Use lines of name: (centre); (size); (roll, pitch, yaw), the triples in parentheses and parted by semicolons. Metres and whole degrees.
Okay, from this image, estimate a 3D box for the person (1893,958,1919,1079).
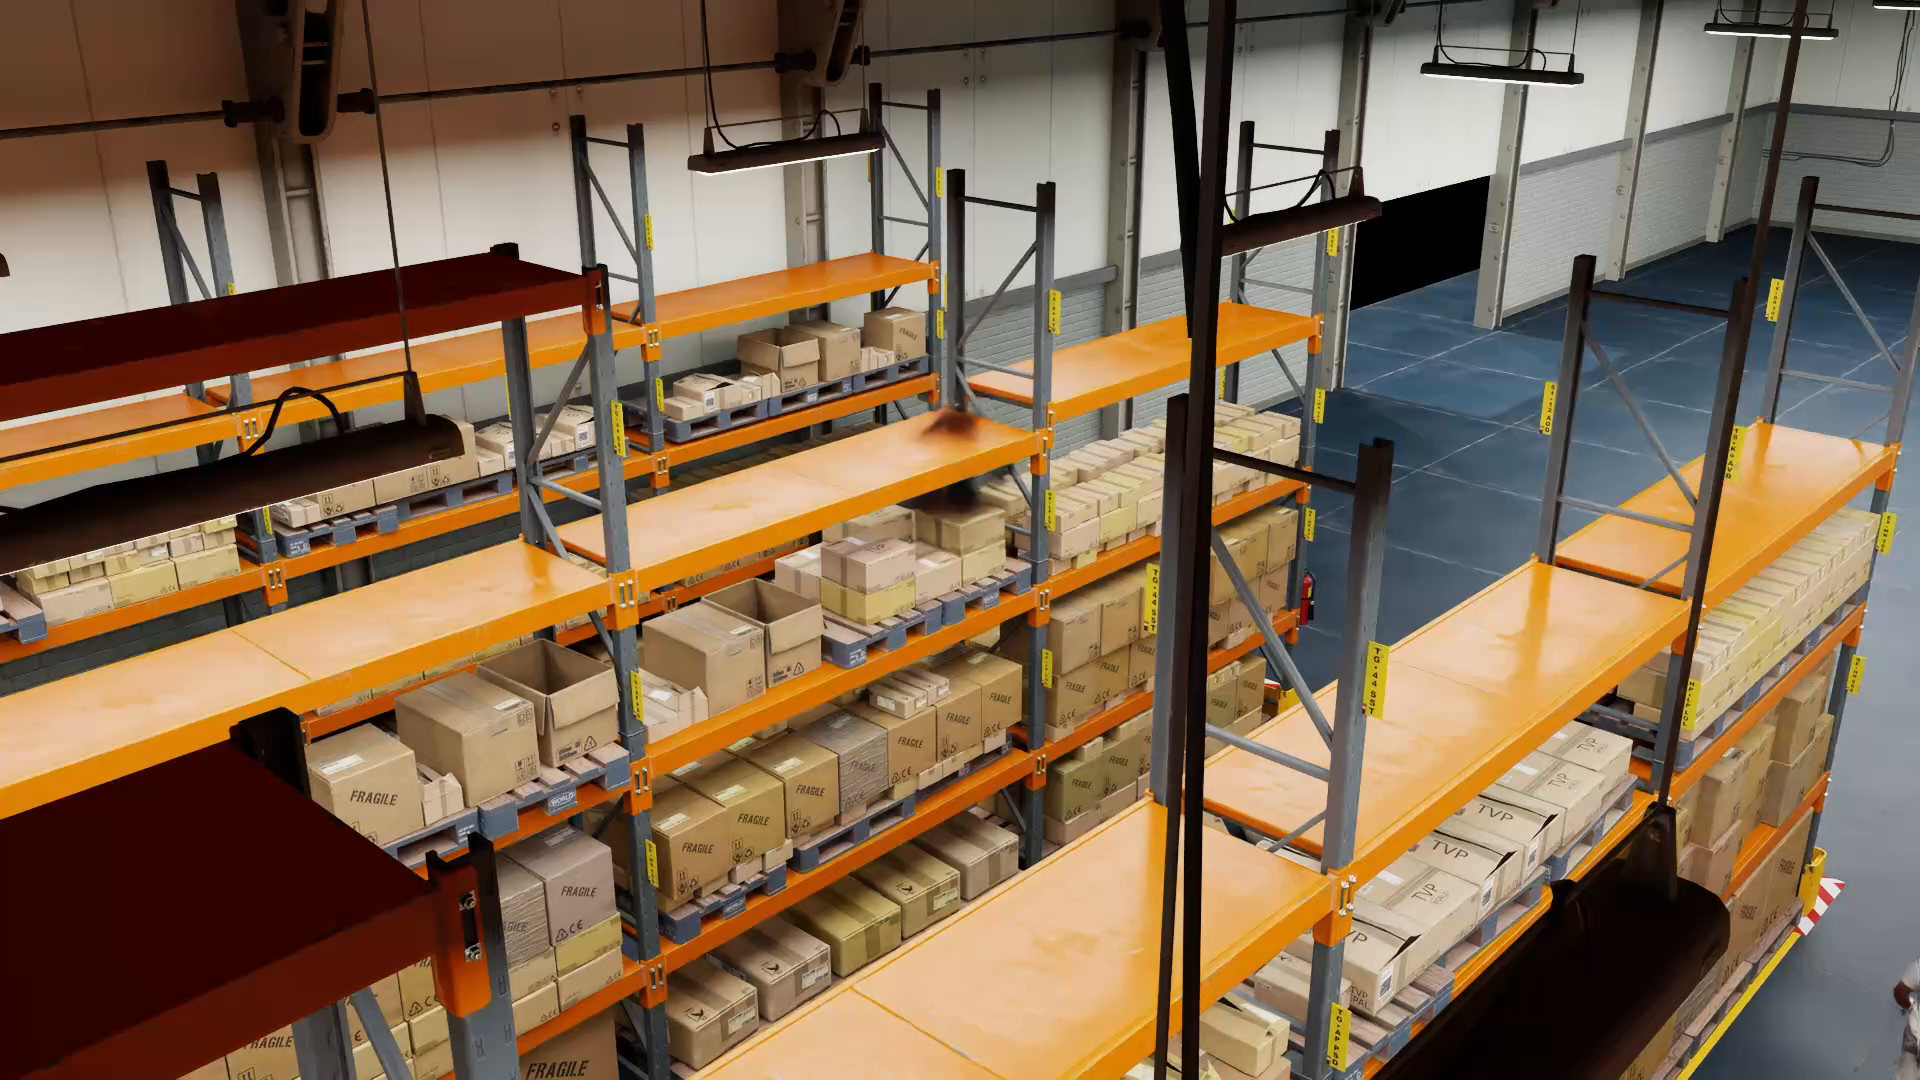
person: (6.595, 3.265, 11.152); (0.647, 1.735, 0.615); (13, 25, 31)
